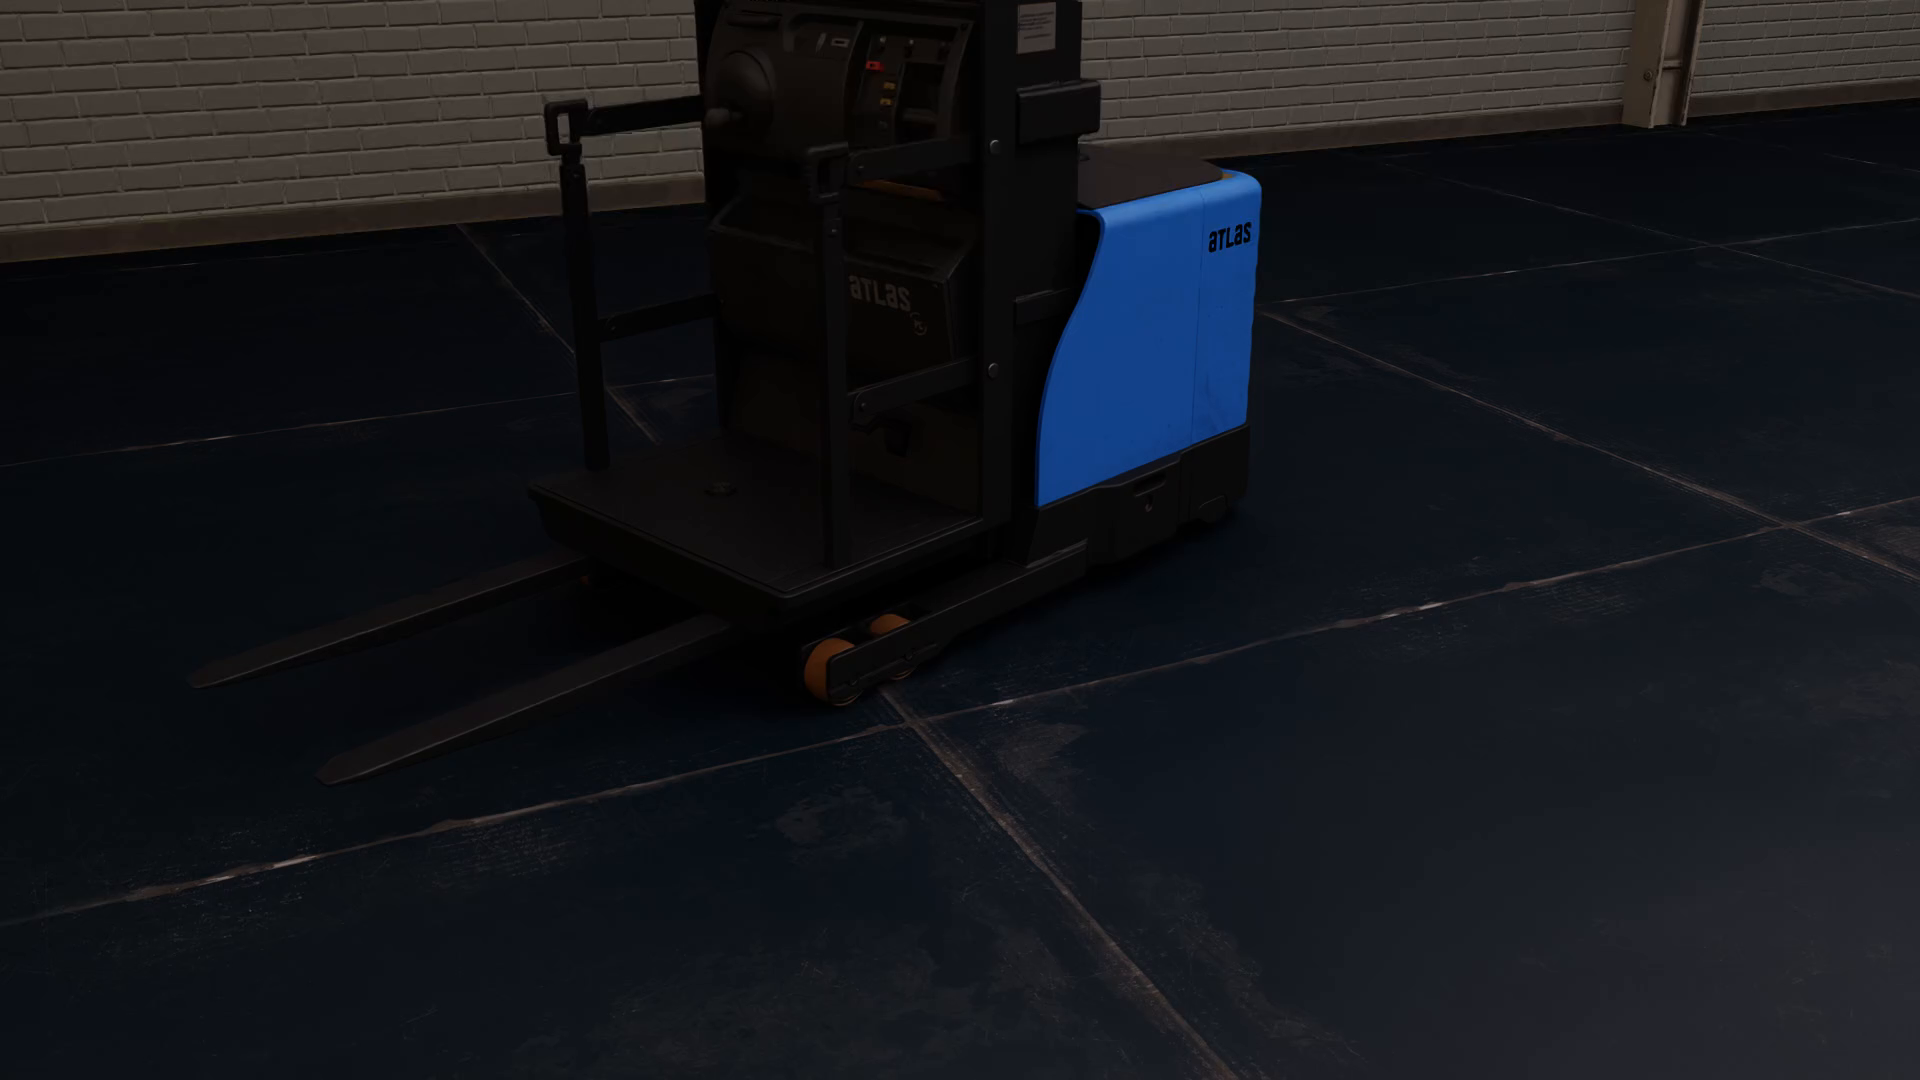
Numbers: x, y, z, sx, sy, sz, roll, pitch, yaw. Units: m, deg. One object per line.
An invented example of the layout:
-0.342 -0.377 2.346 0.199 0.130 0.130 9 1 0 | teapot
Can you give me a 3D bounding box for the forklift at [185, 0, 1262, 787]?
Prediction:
-0.471 -1.163 4.087 1.130 2.935 3.031 20 30 40 | forklift
